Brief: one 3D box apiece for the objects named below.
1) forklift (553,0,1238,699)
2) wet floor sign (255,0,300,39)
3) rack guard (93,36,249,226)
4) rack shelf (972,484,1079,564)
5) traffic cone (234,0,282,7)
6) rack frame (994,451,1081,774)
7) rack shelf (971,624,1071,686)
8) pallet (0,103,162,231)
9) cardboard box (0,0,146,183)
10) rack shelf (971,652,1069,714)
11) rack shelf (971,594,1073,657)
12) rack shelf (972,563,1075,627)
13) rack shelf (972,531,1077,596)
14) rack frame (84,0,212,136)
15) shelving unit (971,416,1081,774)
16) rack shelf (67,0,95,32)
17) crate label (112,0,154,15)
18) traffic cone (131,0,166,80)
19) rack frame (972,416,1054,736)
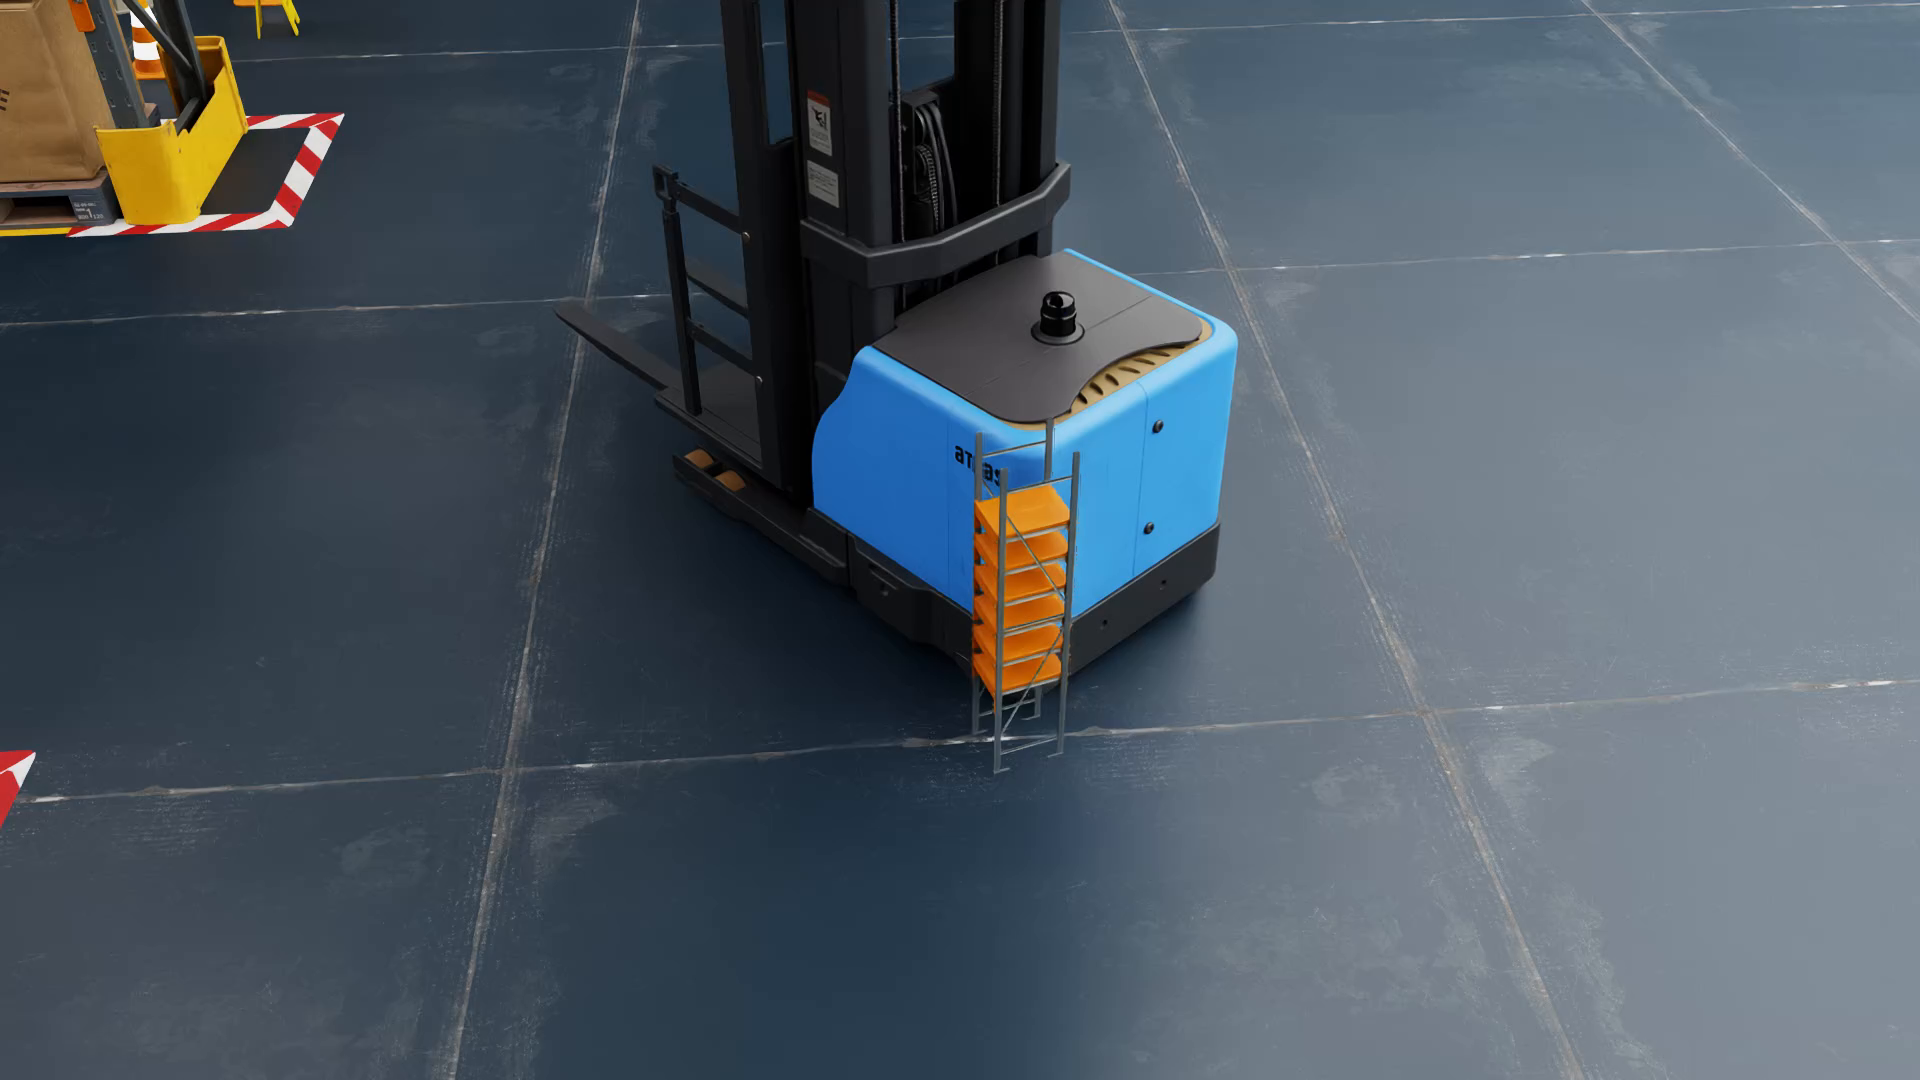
[{"bbox_3d":[-0.464,-1.445,5.715,1.130,2.935,3.031,-31,48,-33],"label":"forklift"},{"bbox_3d":[-4.189,-3.395,10.032,0.232,0.644,0.267,-9,39,-12],"label":"wet floor sign"},{"bbox_3d":[-4.019,-2.116,8.528,0.348,0.500,1.175,-3,38,-4],"label":"rack guard"},{"bbox_3d":[0.189,-0.051,4.836,0.258,0.103,0.180,-14,41,-17],"label":"rack shelf"},{"bbox_3d":[-4.459,-3.663,10.519,0.334,0.463,0.336,-3,38,-4],"label":"traffic cone"},{"bbox_3d":[0.221,0.249,4.966,0.240,1.200,0.006,-14,41,-17],"label":"rack frame"},{"bbox_3d":[0.187,0.324,5.135,0.258,0.103,0.180,-14,41,-17],"label":"rack shelf"},{"bbox_3d":[-4.832,-1.909,8.499,1.213,0.211,1.003,-3,38,-4],"label":"pallet"},{"bbox_3d":[-4.713,-2.349,8.181,0.875,0.875,0.875,-3,38,-4],"label":"cardboard box"},{"bbox_3d":[0.187,0.418,5.210,0.258,0.103,0.180,-14,41,-17],"label":"rack shelf"},{"bbox_3d":[0.188,0.230,5.060,0.258,0.103,0.180,-14,41,-17],"label":"rack shelf"},{"bbox_3d":[0.188,0.137,4.985,0.258,0.103,0.180,-14,41,-17],"label":"rack shelf"},{"bbox_3d":[0.188,0.043,4.911,0.258,0.103,0.180,-14,41,-17],"label":"rack shelf"},{"bbox_3d":[-4.043,-3.096,7.752,0.127,3.000,1.000,-3,38,-4],"label":"rack frame"},{"bbox_3d":[0.188,0.196,5.033,0.258,1.200,0.189,-14,41,-17],"label":"shelving unit"},{"bbox_3d":[-6.035,-2.704,7.836,4.000,0.370,1.077,-3,38,-4],"label":"rack shelf"},{"bbox_3d":[-5.237,-3.453,10.516,0.298,0.136,0.250,-24,44,-27],"label":"crate label"},{"bbox_3d":[-4.698,-2.947,9.611,0.334,0.463,0.336,-3,38,-4],"label":"traffic cone"},{"bbox_3d":[0.154,0.142,5.099,0.240,1.200,0.006,-14,41,-17],"label":"rack frame"}]
